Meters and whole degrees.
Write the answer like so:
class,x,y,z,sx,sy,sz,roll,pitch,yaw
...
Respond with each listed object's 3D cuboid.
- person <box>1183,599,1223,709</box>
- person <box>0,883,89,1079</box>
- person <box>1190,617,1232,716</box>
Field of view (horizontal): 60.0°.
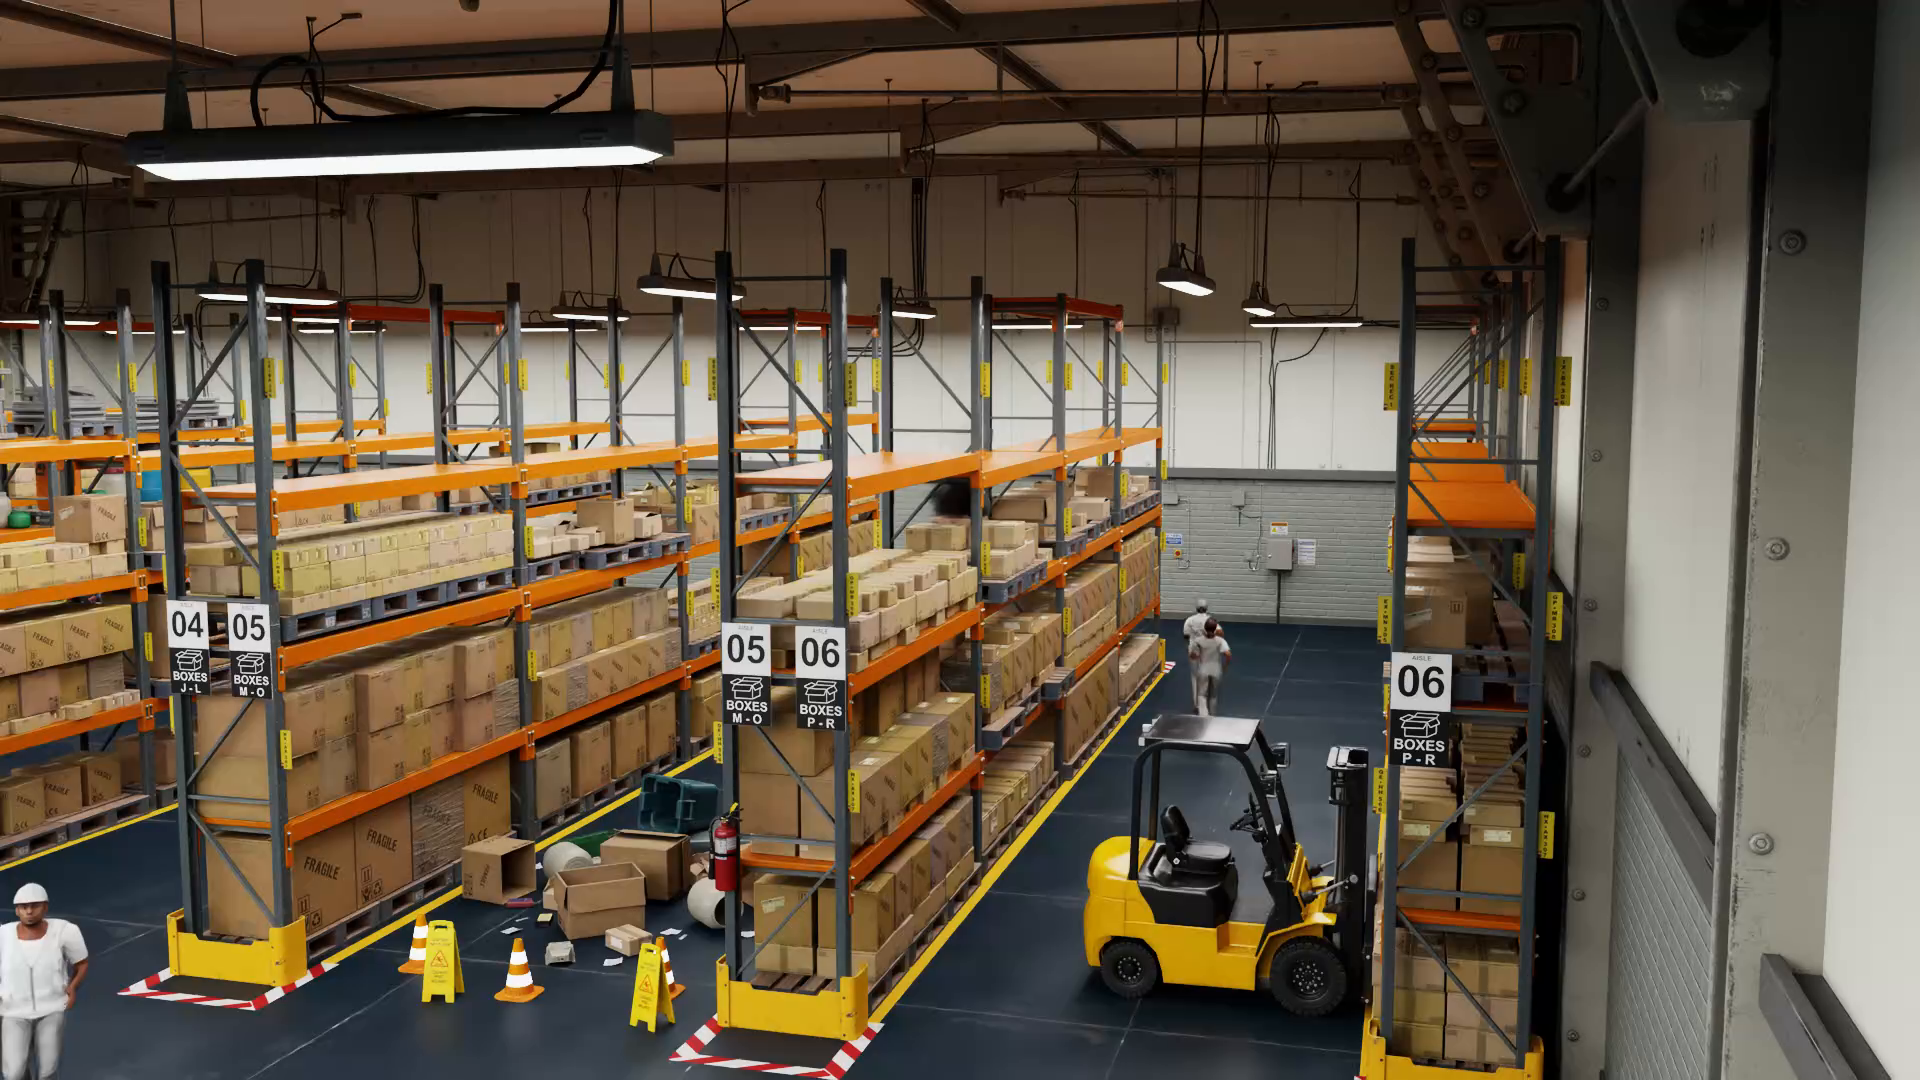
class,x,y,z,sx,sy,sz,roll,pitch,yaw
person,3.618,1.724,24.848,0.574,1.712,0.716,0,6,3
person,-6.169,3.136,11.075,0.676,1.721,0.570,-3,7,-28
person,3.497,1.891,23.233,0.577,1.640,0.859,1,6,6
